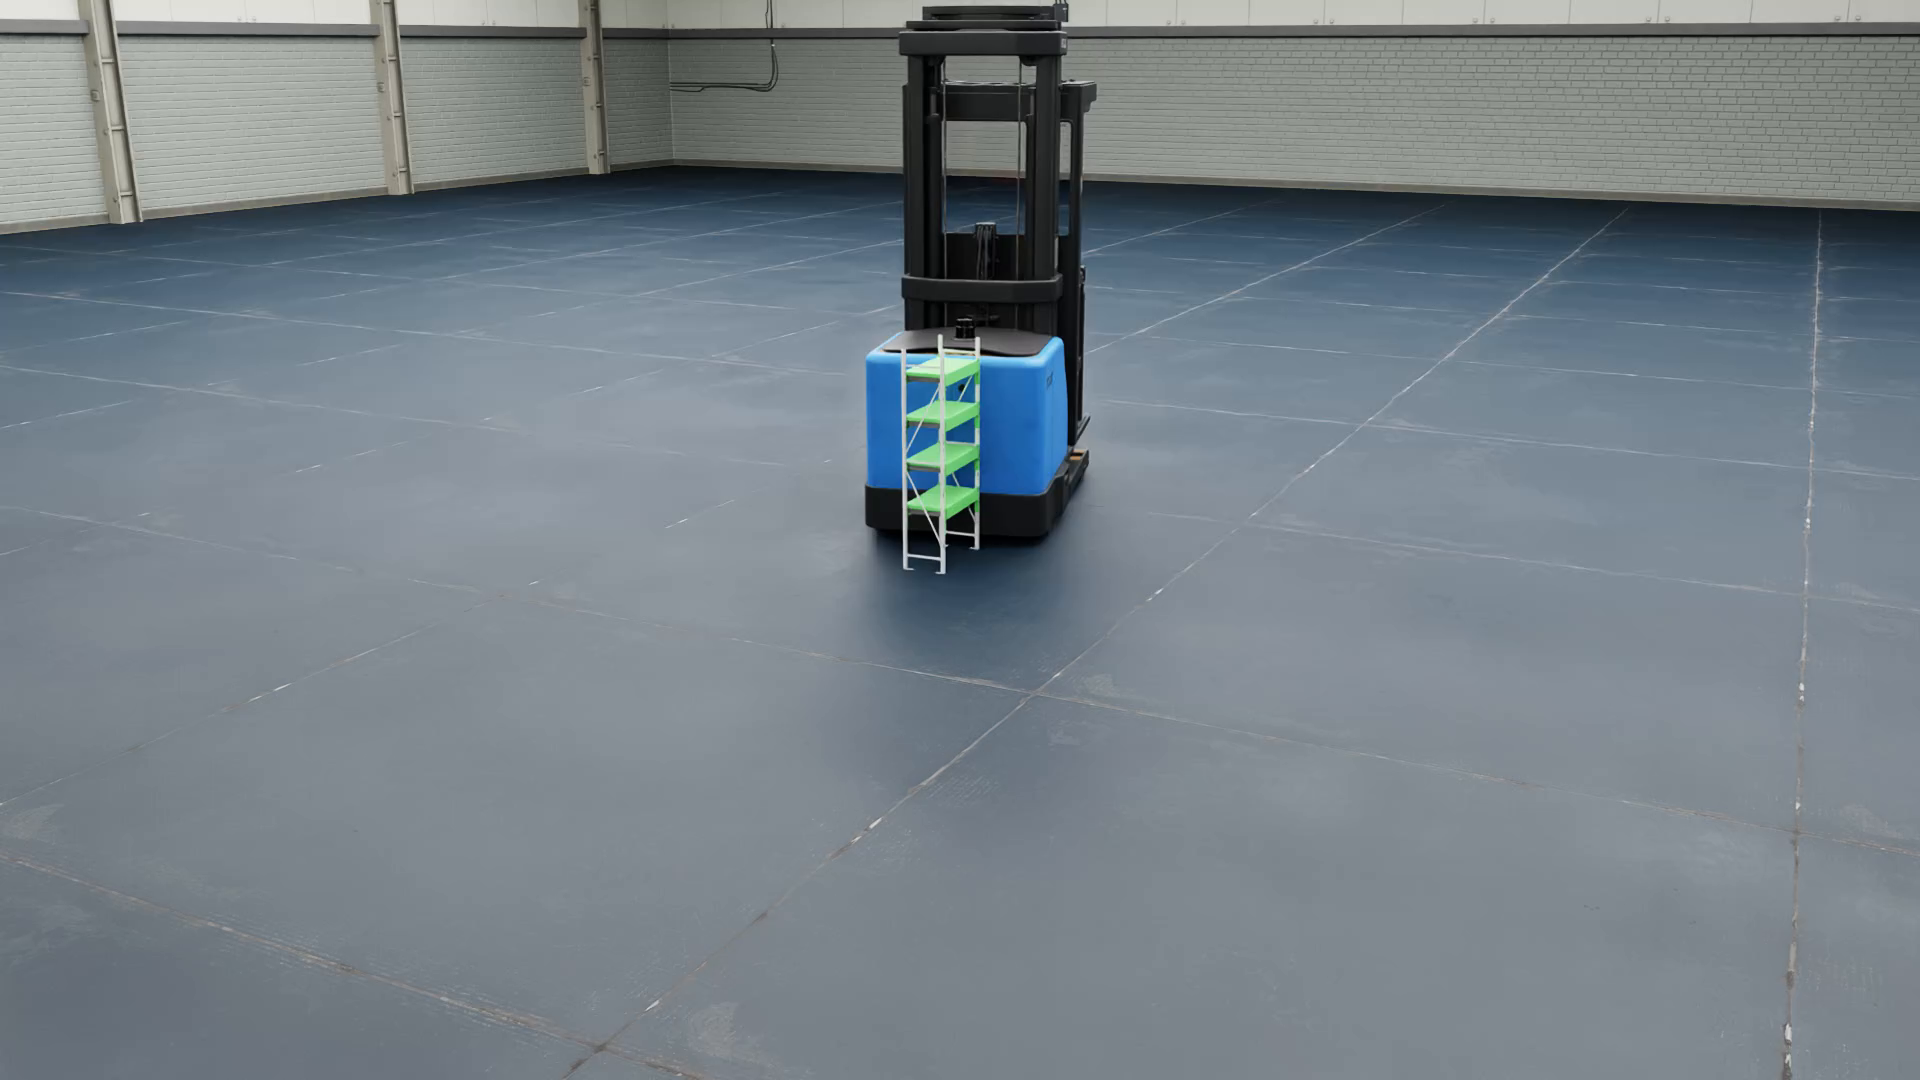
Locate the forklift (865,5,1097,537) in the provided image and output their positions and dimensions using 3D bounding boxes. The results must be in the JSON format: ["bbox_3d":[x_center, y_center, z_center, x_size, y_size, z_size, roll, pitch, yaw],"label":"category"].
[{"bbox_3d":[0.245,-1.799,10.434,1.130,2.935,3.031,3,17,11],"label":"forklift"}]

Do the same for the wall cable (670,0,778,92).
[{"bbox_3d":[-5.521,-11.561,38.096,3.097,2.526,0.112,8,18,25],"label":"wall cable"}]

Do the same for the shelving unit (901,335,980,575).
[{"bbox_3d":[-0.099,-0.468,8.992,0.258,1.200,0.503,7,18,21],"label":"shelving unit"}]

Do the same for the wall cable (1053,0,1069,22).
[{"bbox_3d":[2.965,-13.468,33.089,2.305,6.003,0.169,8,18,25],"label":"wall cable"}]

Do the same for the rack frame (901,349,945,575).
[{"bbox_3d":[-0.193,-0.404,8.776,0.240,1.200,0.015,7,18,21],"label":"rack frame"}]

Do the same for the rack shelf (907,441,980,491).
[{"bbox_3d":[-0.099,-0.407,9.010,0.258,0.148,0.480,7,18,21],"label":"rack shelf"}]

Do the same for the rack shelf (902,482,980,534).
[{"bbox_3d":[-0.099,-0.177,9.079,0.258,0.148,0.480,7,18,21],"label":"rack shelf"}]

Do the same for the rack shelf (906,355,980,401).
[{"bbox_3d":[-0.099,-0.867,8.874,0.258,0.148,0.480,7,18,21],"label":"rack shelf"}]

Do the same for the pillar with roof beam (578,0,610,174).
[{"bbox_3d":[-4.169,-11.919,33.850,9.100,9.000,0.400,8,18,25],"label":"pillar with roof beam"}]

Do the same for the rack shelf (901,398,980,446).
[{"bbox_3d":[-0.099,-0.637,8.942,0.258,0.148,0.480,7,18,21],"label":"rack shelf"}]

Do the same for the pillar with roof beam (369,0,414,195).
[{"bbox_3d":[-6.850,-10.391,28.704,9.100,9.000,0.400,8,18,25],"label":"pillar with roof beam"}]

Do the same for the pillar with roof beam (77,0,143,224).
[{"bbox_3d":[-9.531,-8.863,23.559,9.100,9.000,0.400,8,18,25],"label":"pillar with roof beam"}]

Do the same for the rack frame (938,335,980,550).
[{"bbox_3d":[-0.006,-0.532,9.208,0.240,1.200,0.015,7,18,21],"label":"rack frame"}]
